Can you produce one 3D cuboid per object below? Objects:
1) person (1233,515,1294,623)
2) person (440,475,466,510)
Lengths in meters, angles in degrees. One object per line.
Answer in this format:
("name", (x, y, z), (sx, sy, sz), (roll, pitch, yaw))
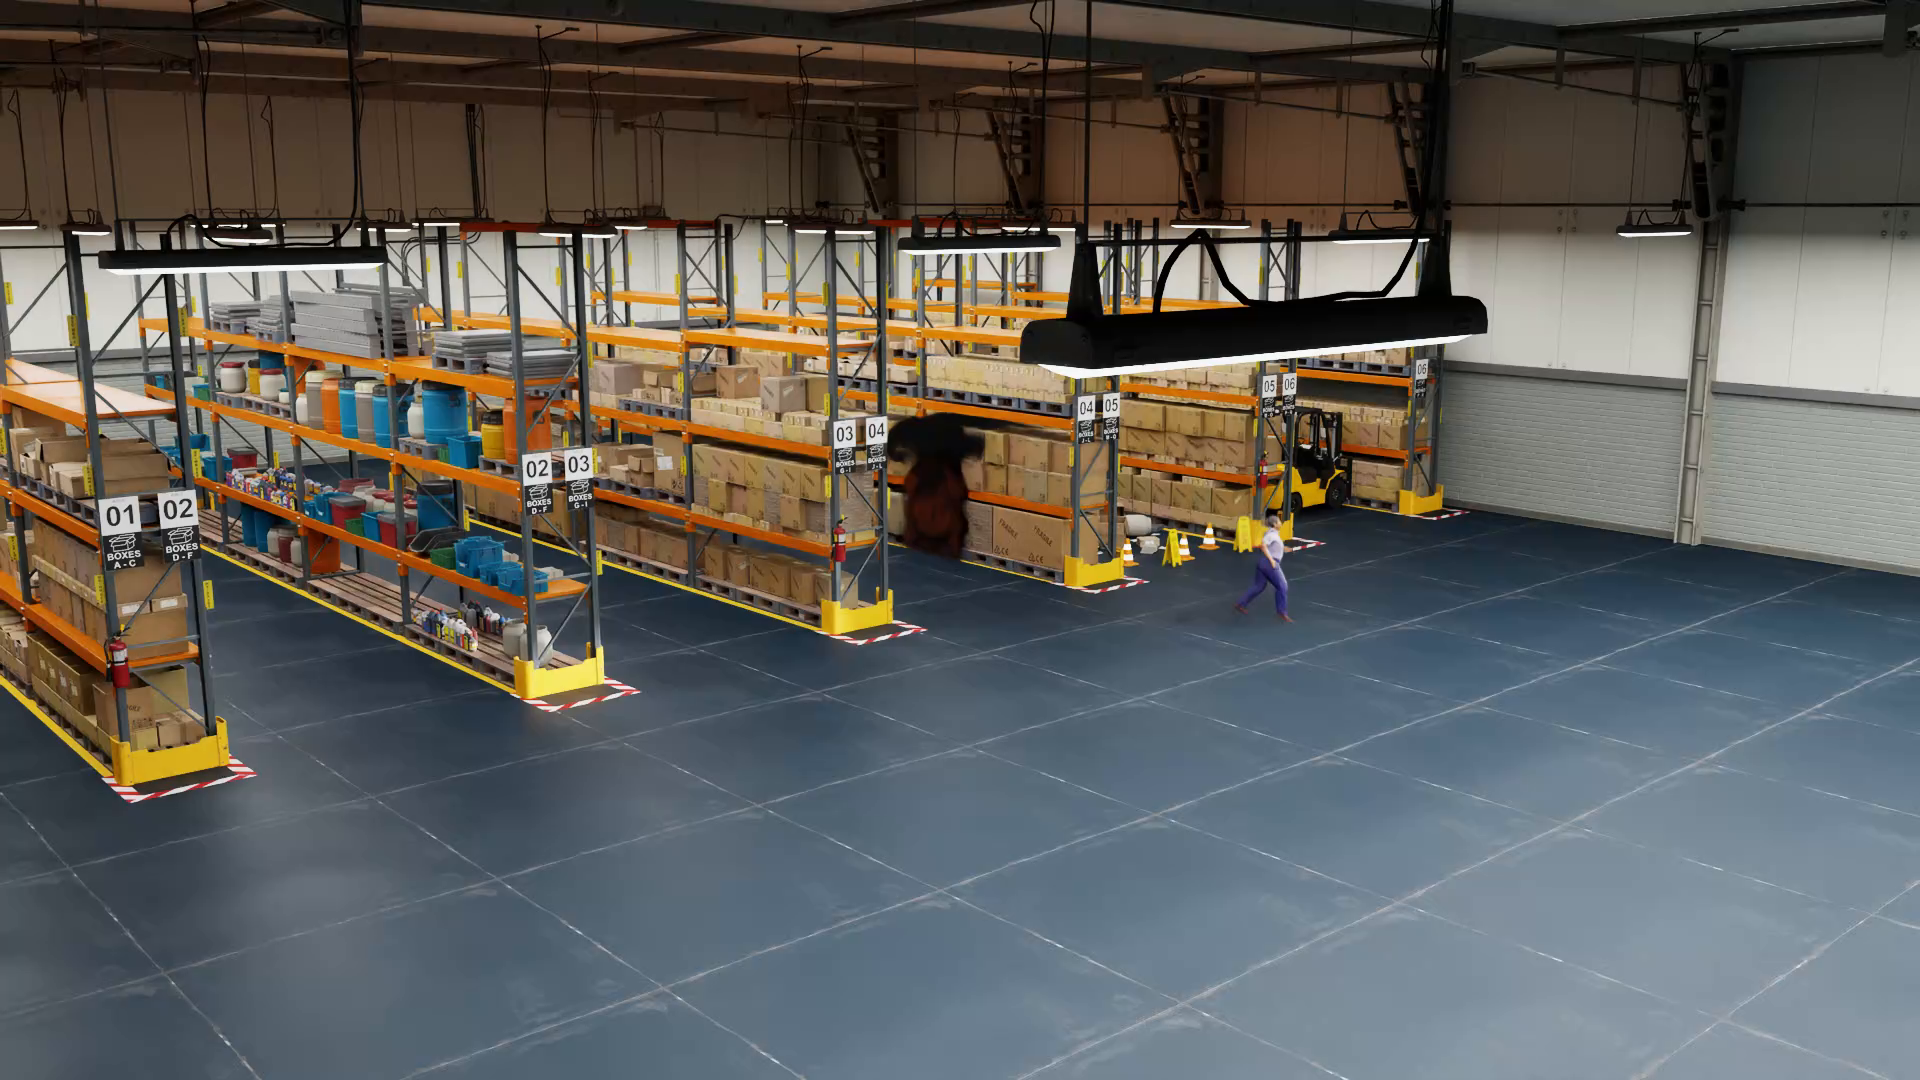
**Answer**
("person", (4.687, 0.456, 25.512), (0.910, 1.678, 0.636), (-1, 11, -3))
("person", (-9.635, -0.807, 31.654), (0.515, 1.713, 0.819), (-7, 14, -32))
